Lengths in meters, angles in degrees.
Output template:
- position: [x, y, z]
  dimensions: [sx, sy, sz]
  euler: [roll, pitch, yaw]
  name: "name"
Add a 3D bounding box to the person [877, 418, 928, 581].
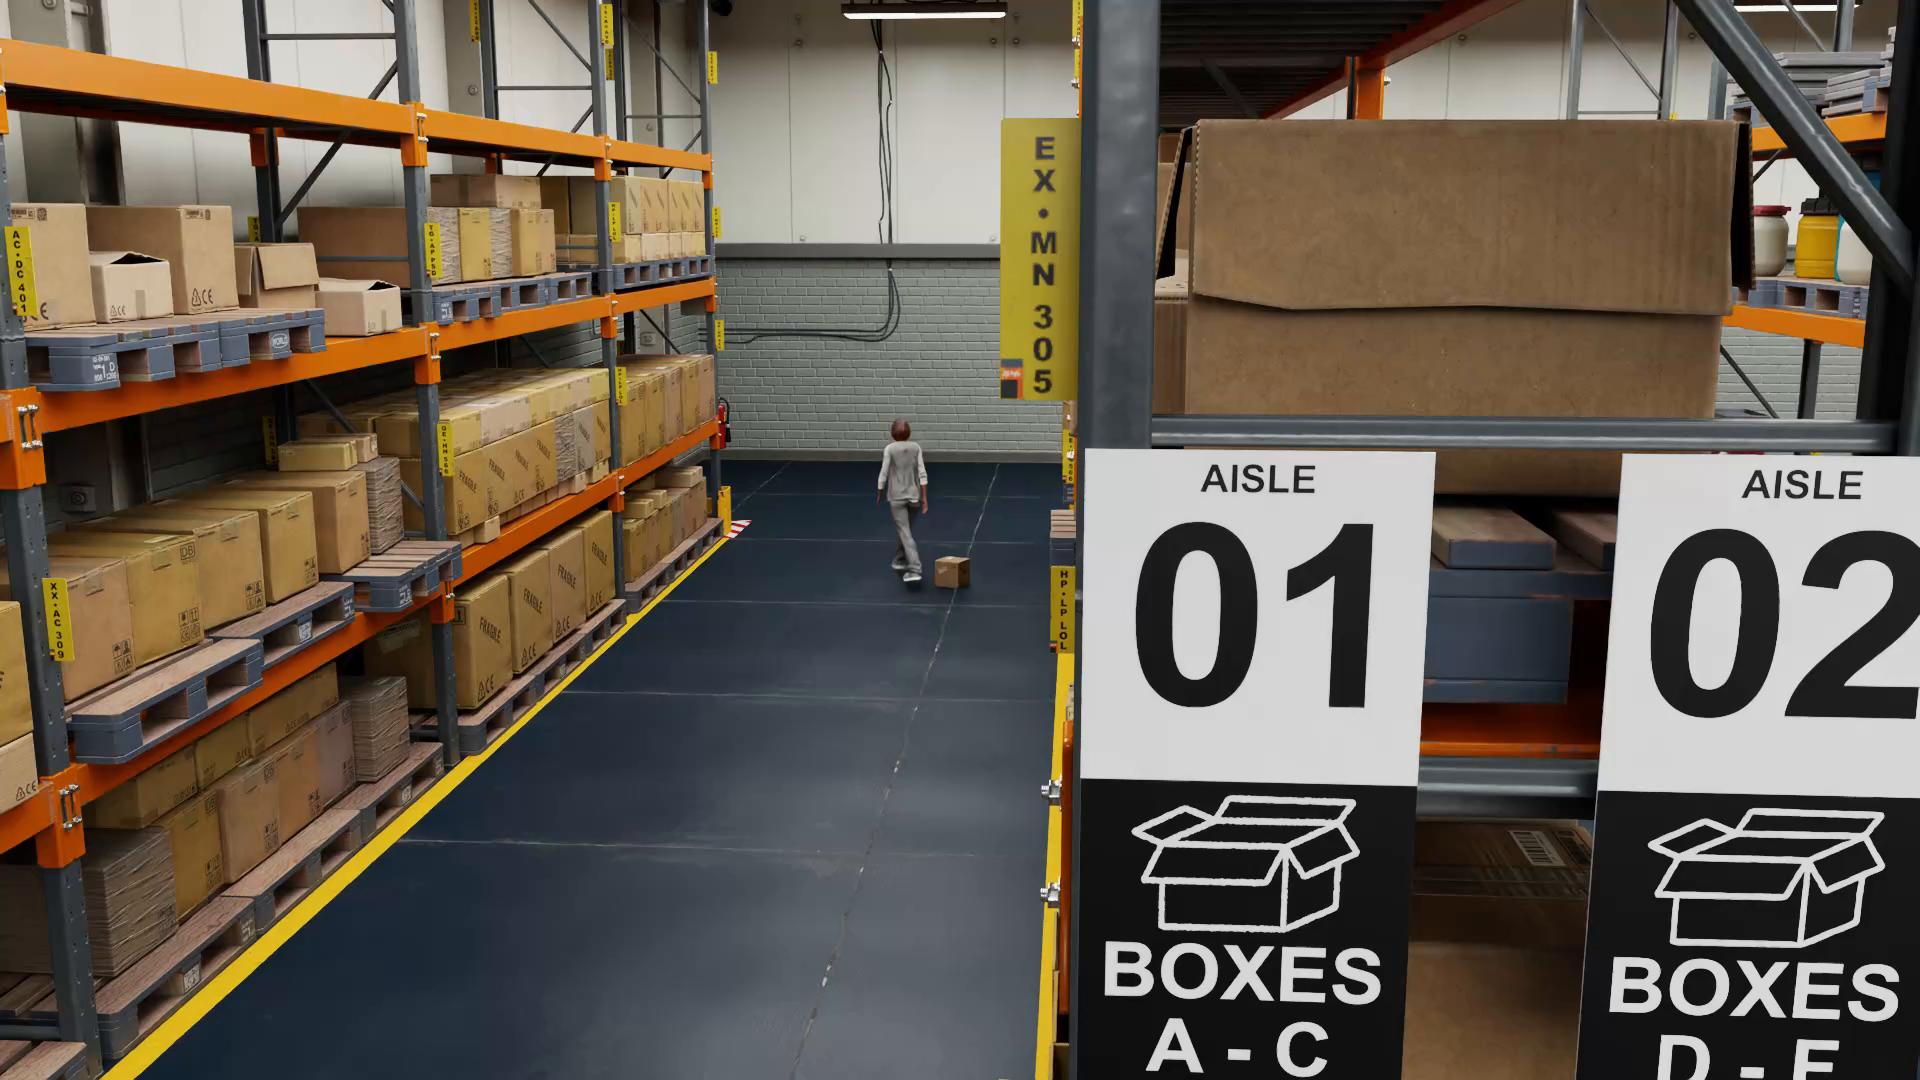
- position: [-0.552, -0.405, 16.004]
  dimensions: [0.432, 1.528, 1.004]
  euler: [-5, 12, -25]
  name: "person"
